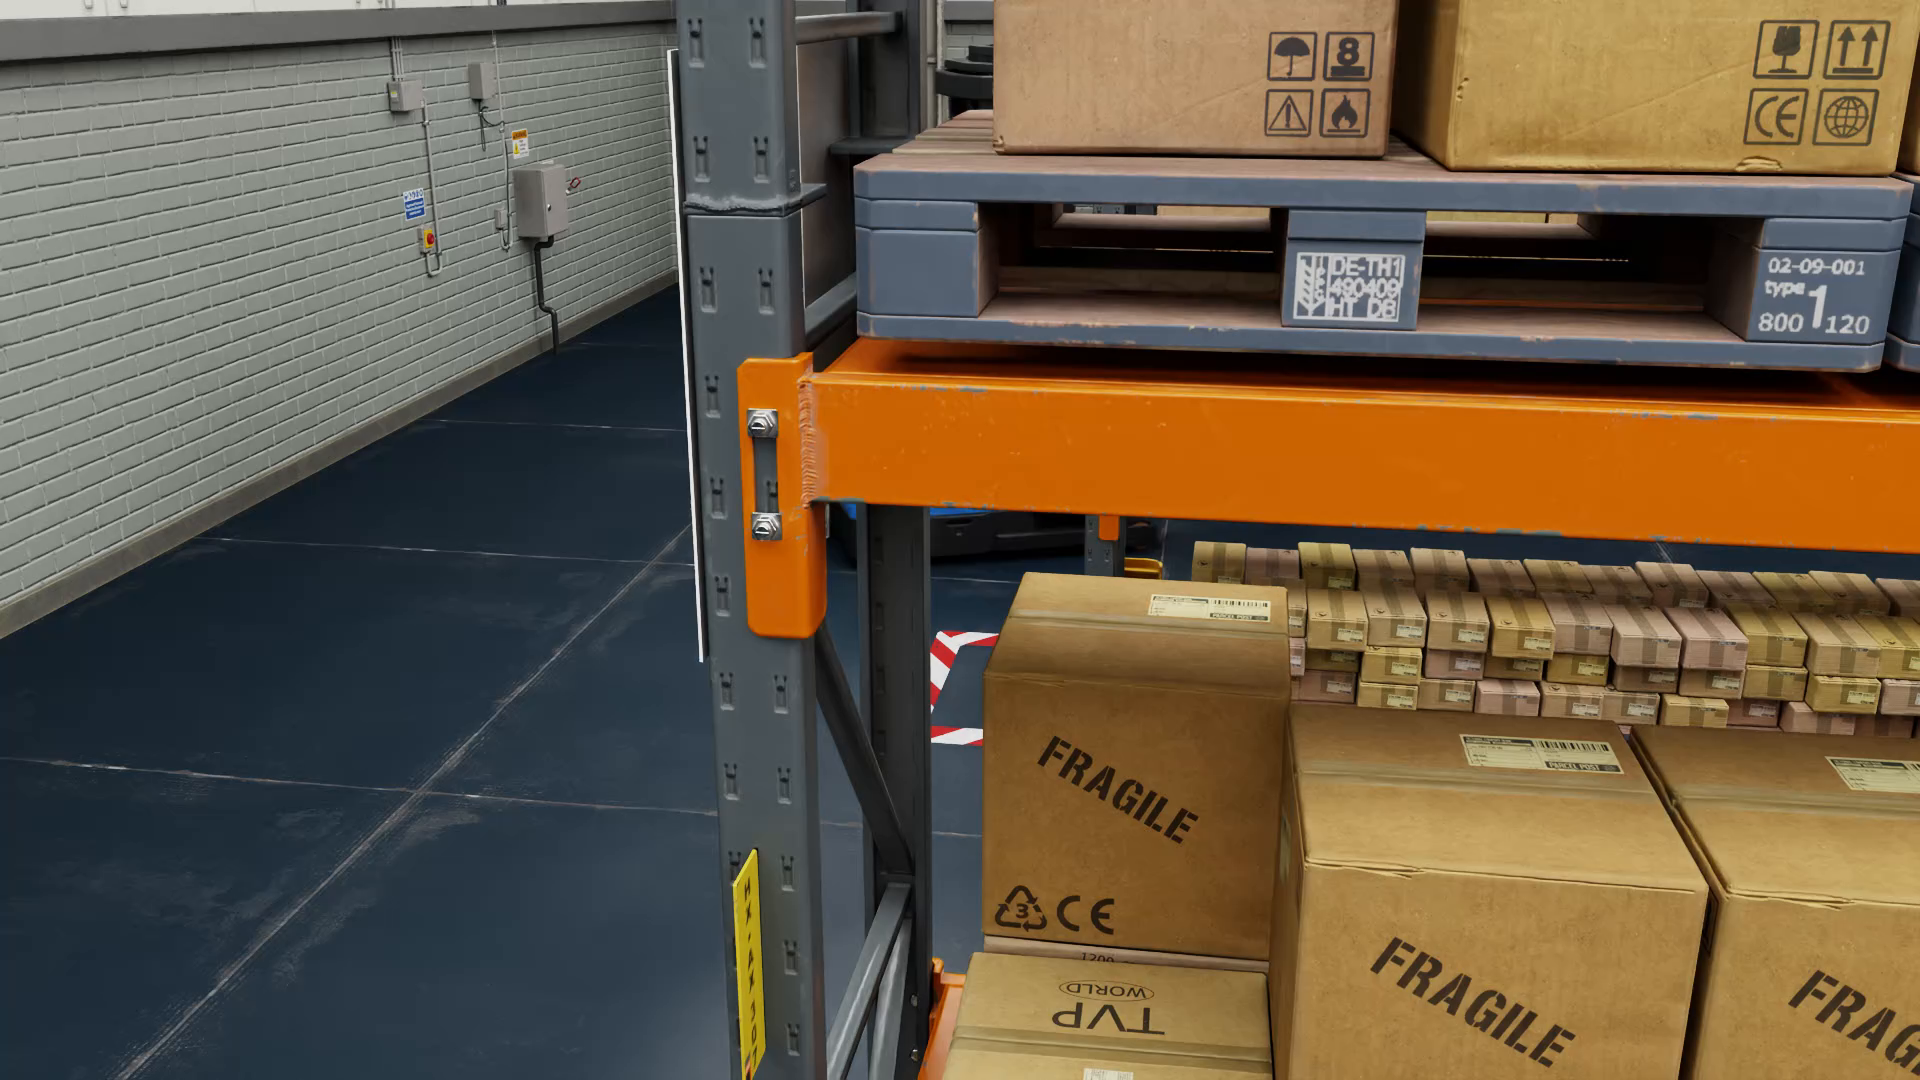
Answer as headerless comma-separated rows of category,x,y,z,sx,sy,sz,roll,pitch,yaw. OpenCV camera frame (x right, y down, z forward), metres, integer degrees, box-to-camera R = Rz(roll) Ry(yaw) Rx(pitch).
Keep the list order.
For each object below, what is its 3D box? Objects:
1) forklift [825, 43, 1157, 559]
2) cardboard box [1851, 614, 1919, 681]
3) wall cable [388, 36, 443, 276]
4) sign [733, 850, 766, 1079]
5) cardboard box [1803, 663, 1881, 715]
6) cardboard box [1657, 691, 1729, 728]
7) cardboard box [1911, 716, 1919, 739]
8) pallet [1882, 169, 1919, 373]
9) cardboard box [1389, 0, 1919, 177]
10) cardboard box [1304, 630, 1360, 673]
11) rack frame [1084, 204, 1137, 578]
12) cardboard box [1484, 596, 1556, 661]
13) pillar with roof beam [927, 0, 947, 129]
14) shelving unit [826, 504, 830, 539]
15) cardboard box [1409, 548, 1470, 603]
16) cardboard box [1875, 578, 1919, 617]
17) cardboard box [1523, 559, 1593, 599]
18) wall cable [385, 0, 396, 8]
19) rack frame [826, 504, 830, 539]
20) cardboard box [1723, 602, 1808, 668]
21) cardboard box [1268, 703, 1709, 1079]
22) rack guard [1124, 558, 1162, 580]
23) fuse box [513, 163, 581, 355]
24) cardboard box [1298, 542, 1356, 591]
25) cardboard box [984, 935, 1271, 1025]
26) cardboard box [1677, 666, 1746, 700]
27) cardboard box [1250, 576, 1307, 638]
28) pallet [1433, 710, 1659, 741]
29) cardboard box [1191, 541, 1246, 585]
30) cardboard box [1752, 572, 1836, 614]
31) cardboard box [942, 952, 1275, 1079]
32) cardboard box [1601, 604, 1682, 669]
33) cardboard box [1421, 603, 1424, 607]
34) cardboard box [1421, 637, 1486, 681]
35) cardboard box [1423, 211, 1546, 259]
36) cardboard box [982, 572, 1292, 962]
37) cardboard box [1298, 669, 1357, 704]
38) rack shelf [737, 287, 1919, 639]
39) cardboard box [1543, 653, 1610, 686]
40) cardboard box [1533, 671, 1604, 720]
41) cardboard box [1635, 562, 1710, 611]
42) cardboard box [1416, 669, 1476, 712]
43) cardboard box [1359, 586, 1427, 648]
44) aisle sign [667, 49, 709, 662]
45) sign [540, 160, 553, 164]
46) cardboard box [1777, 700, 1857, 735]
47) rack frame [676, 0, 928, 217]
forklift,0.714,-1.472,10.082,3.031,2.935,1.130,-4,19,-13
cardboard box,3.988,0.457,7.102,0.250,0.149,0.380,3,19,9
wall cable,-4.196,-3.007,12.911,0.123,1.953,0.585,3,19,9
sign,-0.291,0.597,2.304,0.005,0.325,0.100,3,19,9
cardboard box,3.741,0.601,7.141,0.250,0.149,0.380,2,19,7
cardboard box,3.176,0.711,7.281,0.250,0.149,0.380,3,19,9
cardboard box,4.198,0.763,7.125,0.250,0.149,0.380,3,19,9
pallet,1.745,-0.415,2.228,1.213,0.211,1.003,3,19,9
cardboard box,0.861,-0.770,2.173,0.500,0.500,0.700,2,19,7
cardboard box,1.683,0.457,7.573,0.250,0.149,0.380,3,19,9
rack frame,0.689,-0.678,7.601,0.127,3.000,1.000,3,19,9
cardboard box,2.455,0.386,7.316,0.250,0.149,0.380,3,19,9
pillar with roof beam,-1.044,-5.703,13.166,0.400,9.000,9.100,3,19,9
shelving unit,-1.083,-0.571,10.120,0.503,1.200,0.258,3,19,10
cardboard box,2.287,0.173,7.952,0.250,0.149,0.380,4,19,11
cardboard box,4.331,0.312,7.537,0.250,0.149,0.380,4,19,11
cardboard box,2.793,0.225,7.796,0.250,0.149,0.380,3,19,9
wall cable,-4.286,-5.277,11.891,0.029,3.000,0.463,3,19,9
rack frame,-0.843,-0.557,10.077,0.015,1.200,0.240,3,19,10
cardboard box,3.497,0.410,7.245,0.250,0.149,0.380,4,19,10
cardboard box,0.728,0.579,2.430,0.500,0.500,0.500,2,19,7
rack guard,0.764,0.511,7.987,0.348,0.500,1.175,3,19,9
fuse box,-3.719,-2.550,15.227,0.414,1.711,0.539,3,19,9
cardboard box,1.767,0.144,8.039,0.250,0.149,0.380,3,19,7
cardboard box,0.323,0.742,3.125,0.500,0.250,0.500,3,19,8
cardboard box,3.254,0.551,7.290,0.250,0.149,0.380,3,19,10
cardboard box,1.444,0.302,7.567,0.250,0.149,0.380,3,19,10
pallet,2.762,0.763,7.691,1.213,0.211,1.003,3,19,9
cardboard box,1.252,0.140,8.050,0.250,0.149,0.380,3,19,9
cardboard box,3.811,0.282,7.626,0.250,0.149,0.380,3,19,8
cardboard box,0.234,0.910,2.624,0.500,0.250,0.500,2,19,7
cardboard box,2.947,0.415,7.228,0.250,0.149,0.380,2,19,7
cardboard box,2.282,0.319,7.985,0.250,0.149,0.380,3,19,9
cardboard box,2.196,0.487,7.482,0.250,0.149,0.380,2,19,6
cardboard box,2.100,-1.178,6.895,0.500,0.500,0.500,2,19,7
cardboard box,0.326,0.388,3.003,0.500,0.500,0.500,3,19,9
cardboard box,1.674,0.600,7.615,0.250,0.149,0.380,3,19,9
rack shelf,1.778,-0.110,2.310,4.000,0.370,1.077,3,19,9
cardboard box,2.736,0.505,7.430,0.250,0.149,0.380,4,19,11
cardboard box,2.685,0.675,7.388,0.250,0.149,0.380,3,19,9
cardboard box,3.312,0.238,7.758,0.250,0.149,0.380,3,19,10
cardboard box,2.176,0.630,7.525,0.250,0.149,0.380,3,19,9
cardboard box,1.931,0.341,7.449,0.250,0.149,0.380,2,19,6
aisle sign,-0.316,-0.271,2.290,0.004,0.787,0.394,3,19,9
sign,-3.845,-3.281,15.531,0.001,0.494,0.329,3,19,9
cardboard box,3.683,0.731,7.222,0.250,0.149,0.380,2,19,7
rack frame,-0.197,-1.974,2.021,0.127,3.000,1.000,3,19,9
